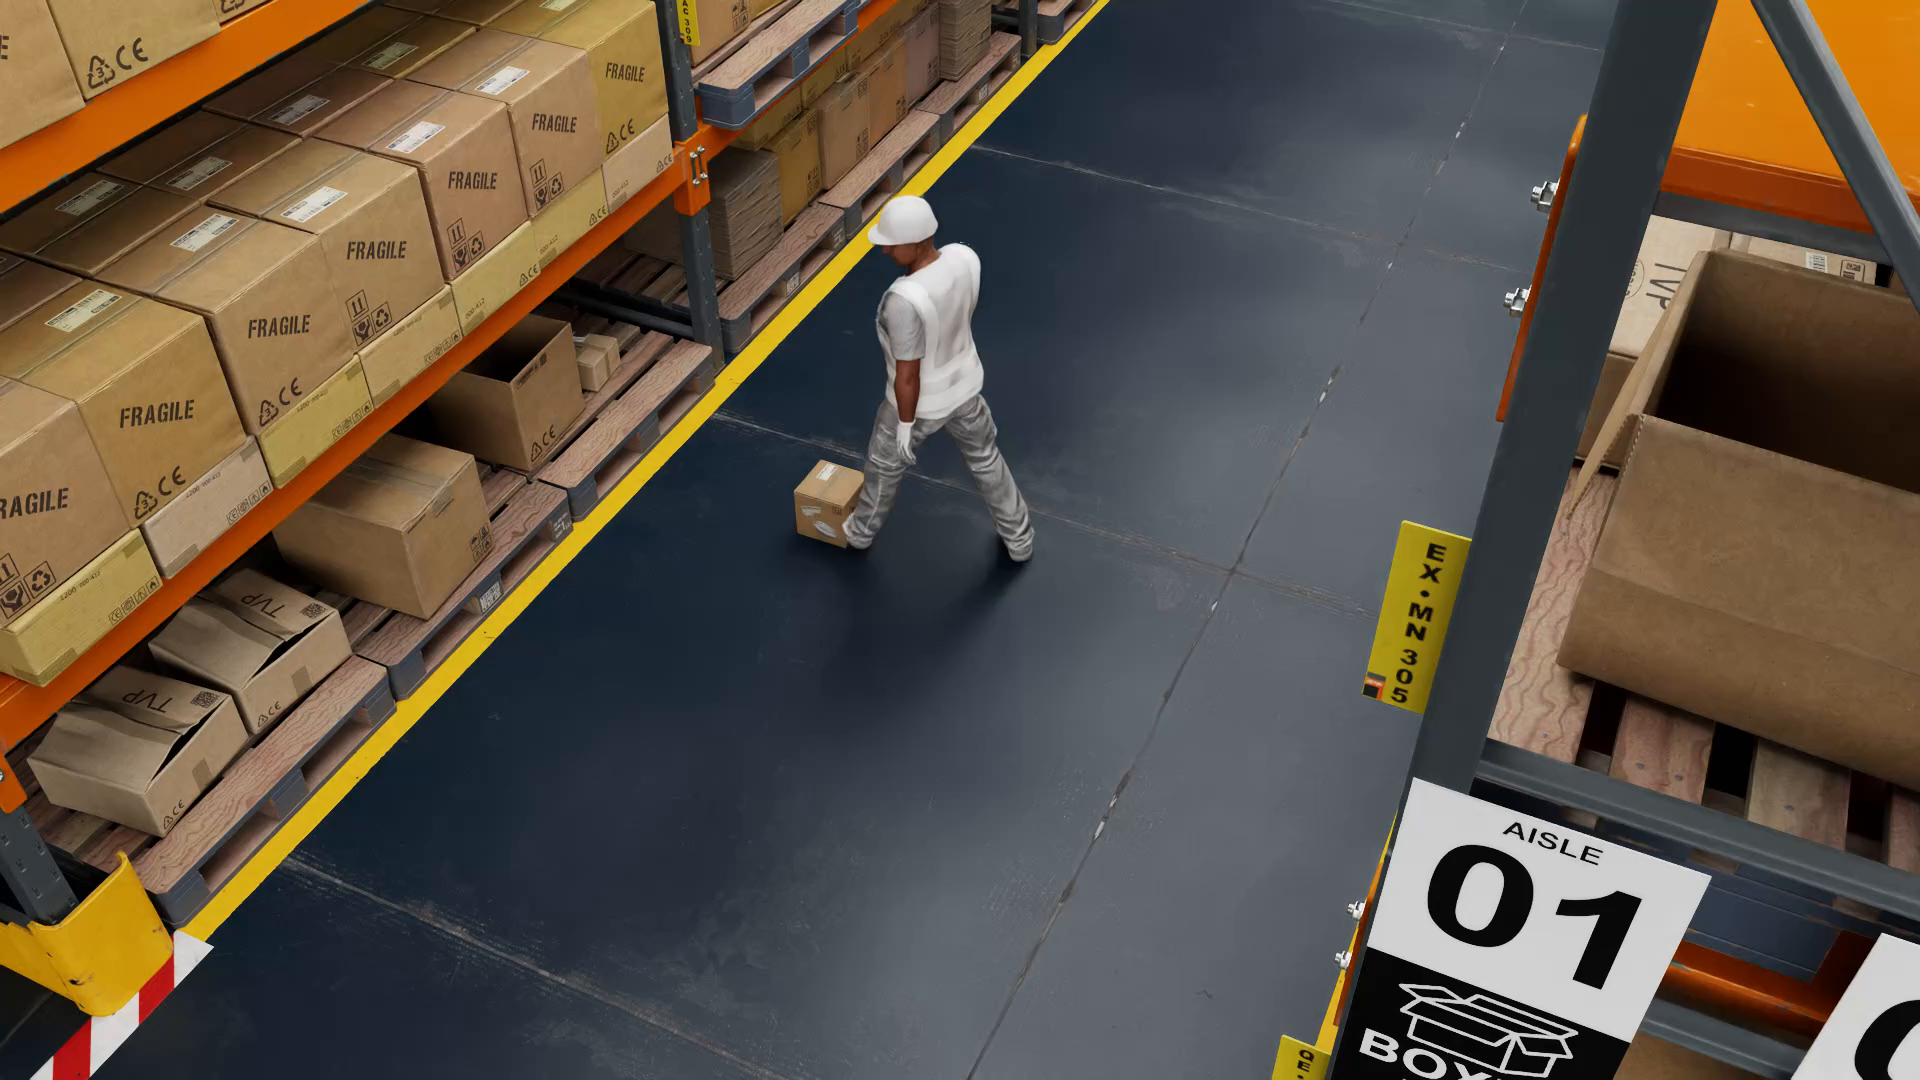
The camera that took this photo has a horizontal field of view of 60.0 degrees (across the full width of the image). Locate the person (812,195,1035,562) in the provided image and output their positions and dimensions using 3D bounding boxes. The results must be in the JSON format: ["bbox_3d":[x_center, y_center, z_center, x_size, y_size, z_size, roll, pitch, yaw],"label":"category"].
[{"bbox_3d":[-0.138,-0.651,6.886,0.895,1.751,0.673,30,50,30],"label":"person"}]
